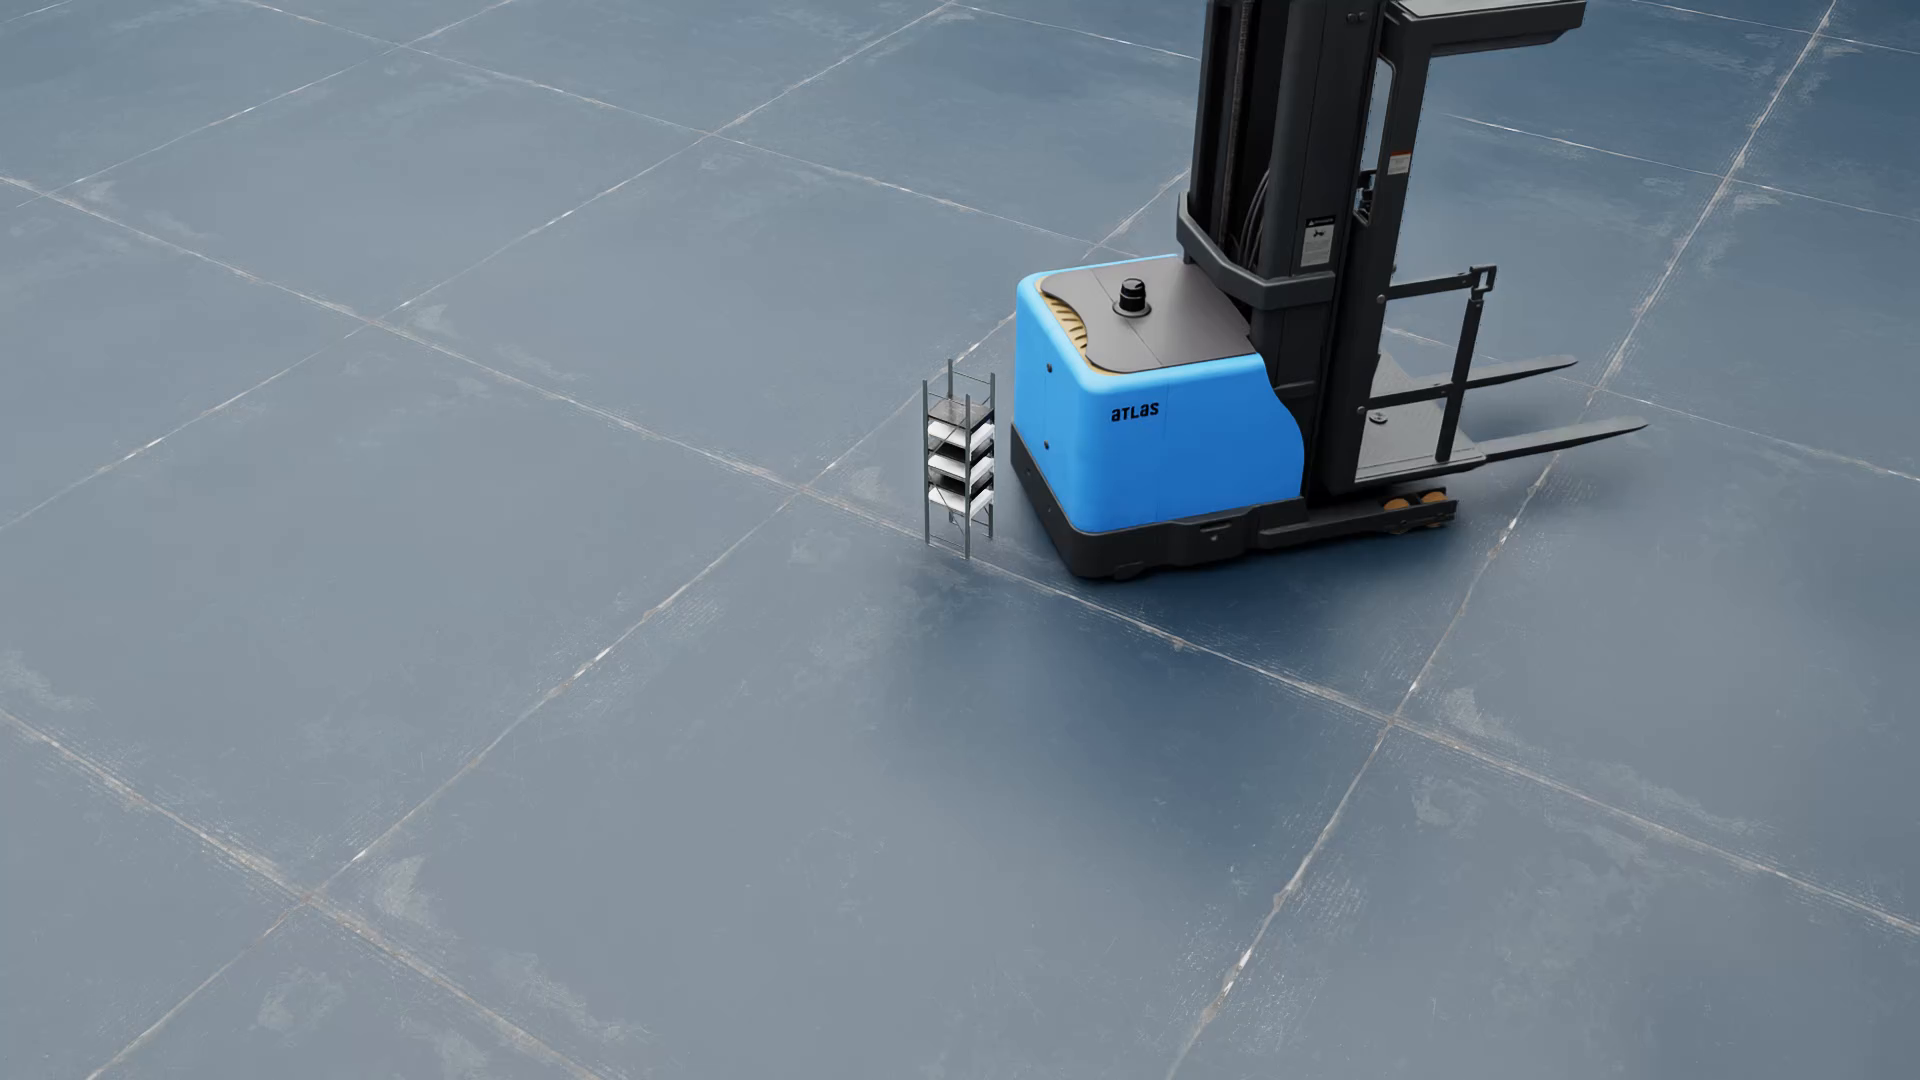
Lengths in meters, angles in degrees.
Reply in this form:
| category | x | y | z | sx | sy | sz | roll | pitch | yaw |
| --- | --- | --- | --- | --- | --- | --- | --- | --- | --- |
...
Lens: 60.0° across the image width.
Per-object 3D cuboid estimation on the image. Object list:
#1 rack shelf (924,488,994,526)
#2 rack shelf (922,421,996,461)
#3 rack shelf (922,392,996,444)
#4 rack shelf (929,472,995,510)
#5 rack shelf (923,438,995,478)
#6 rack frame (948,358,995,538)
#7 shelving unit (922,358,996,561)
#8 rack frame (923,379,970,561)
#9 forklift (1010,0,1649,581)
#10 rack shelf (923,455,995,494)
| category | x | y | z | sx | sy | sz | roll | pitch | yaw |
| --- | --- | --- | --- | --- | --- | --- | --- | --- | --- |
| rack shelf | -0.004 | -0.183 | 7.600 | 0.258 | 0.077 | 0.200 | 21 | 42 | 25 |
| rack shelf | -0.004 | -0.468 | 7.380 | 0.258 | 0.077 | 0.200 | 21 | 42 | 25 |
| rack shelf | -0.004 | -0.540 | 7.325 | 0.258 | 0.077 | 0.200 | 21 | 42 | 25 |
| rack shelf | -0.004 | -0.255 | 7.545 | 0.258 | 0.077 | 0.200 | 21 | 42 | 25 |
| rack shelf | -0.004 | -0.397 | 7.435 | 0.258 | 0.077 | 0.200 | 21 | 42 | 25 |
| rack frame | 0.050 | -0.405 | 7.538 | 0.240 | 0.900 | 0.006 | 21 | 42 | 25 |
| shelving unit | -0.004 | -0.352 | 7.470 | 0.258 | 0.900 | 0.210 | 21 | 42 | 25 |
| rack frame | -0.059 | -0.300 | 7.402 | 0.240 | 0.900 | 0.006 | 21 | 42 | 25 |
| forklift | 1.821 | -1.487 | 7.278 | 3.031 | 2.935 | 1.130 | -10 | 39 | -13 |
| rack shelf | -0.004 | -0.326 | 7.490 | 0.258 | 0.077 | 0.200 | 21 | 42 | 25 |
